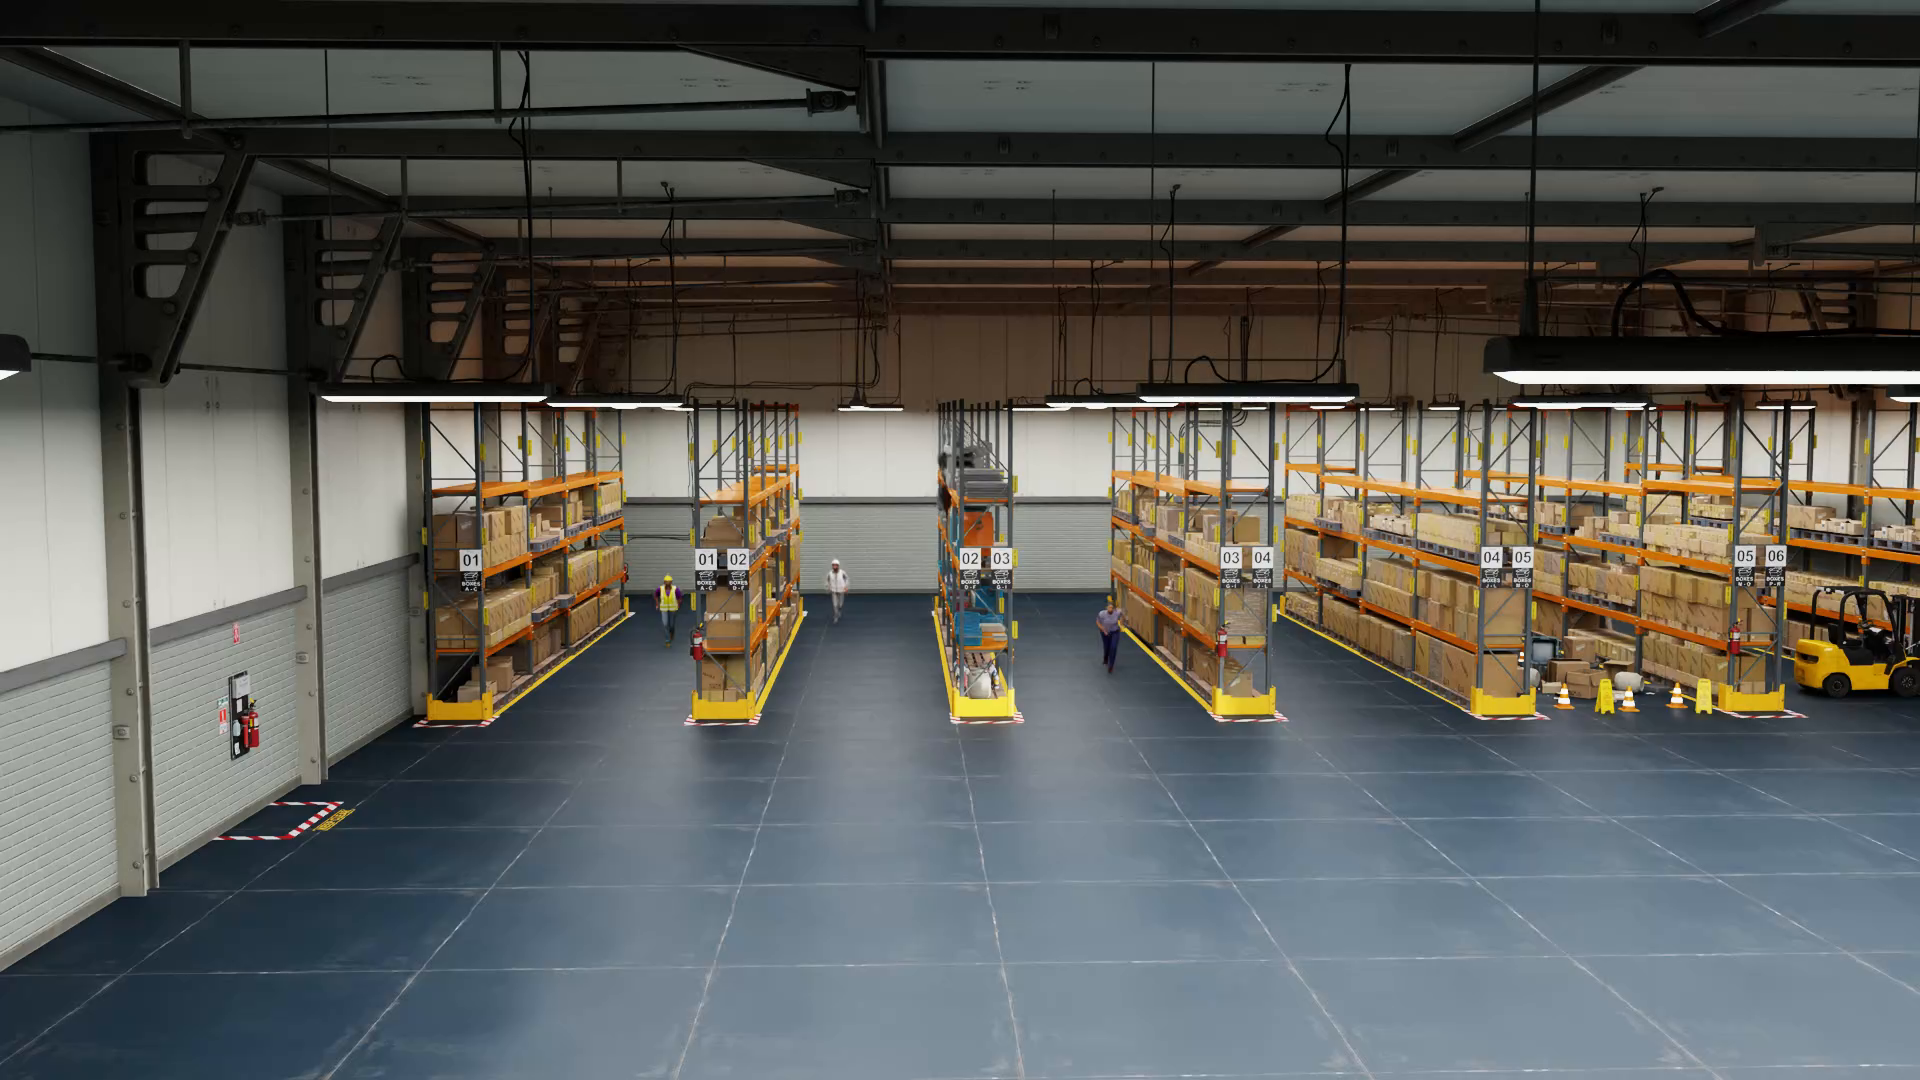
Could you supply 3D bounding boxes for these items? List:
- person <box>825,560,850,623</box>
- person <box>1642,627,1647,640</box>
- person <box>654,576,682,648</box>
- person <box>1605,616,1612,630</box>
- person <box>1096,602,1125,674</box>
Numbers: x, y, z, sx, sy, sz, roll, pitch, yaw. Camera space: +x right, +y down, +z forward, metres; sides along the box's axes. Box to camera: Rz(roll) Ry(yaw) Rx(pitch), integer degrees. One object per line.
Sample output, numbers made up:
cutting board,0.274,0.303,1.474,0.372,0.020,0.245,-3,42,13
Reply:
person,-3.365,1.404,45.556,0.674,1.736,0.653,0,4,-1
person,16.639,1.781,40.112,0.671,1.783,0.884,0,4,0
person,-7.204,1.740,41.078,0.679,1.752,0.911,-1,4,-10
person,16.610,1.607,43.067,0.599,1.787,0.852,-1,4,-8
person,3.338,2.150,37.066,0.640,1.599,0.973,0,4,-2
